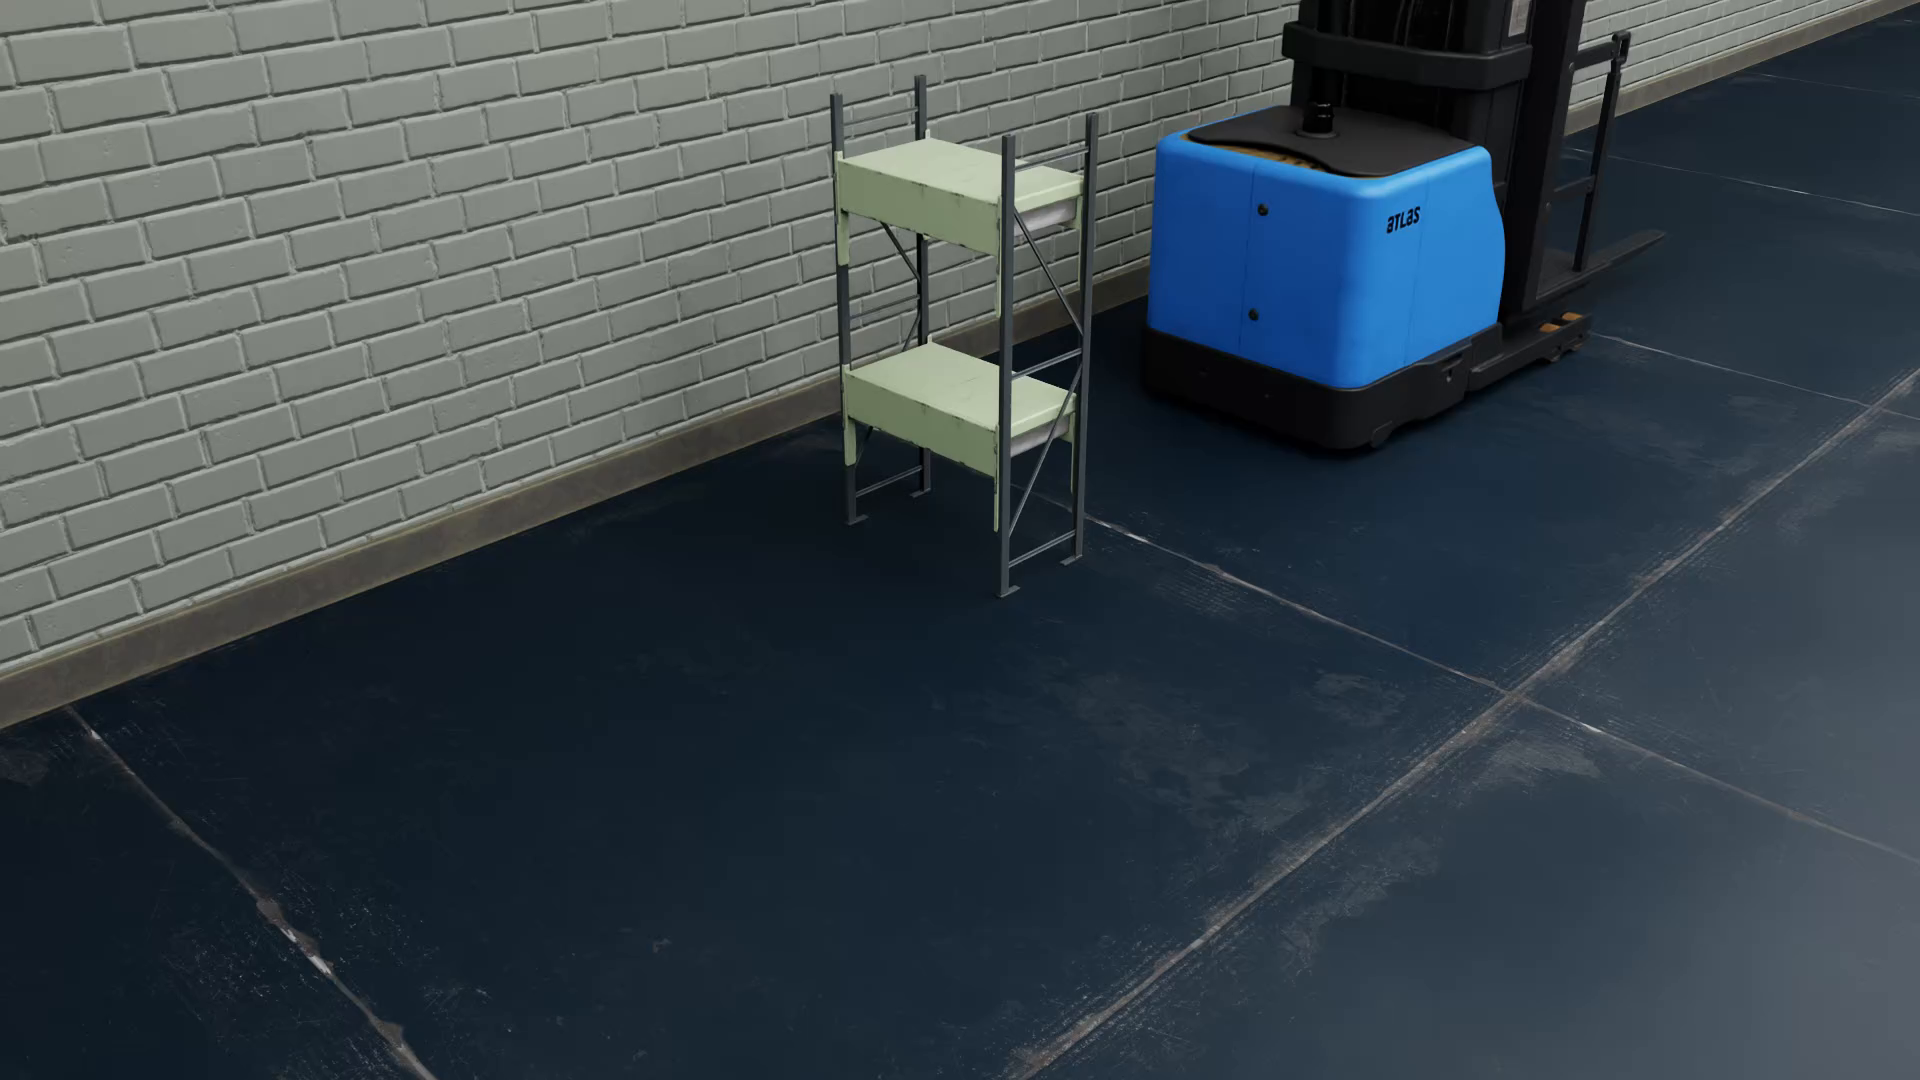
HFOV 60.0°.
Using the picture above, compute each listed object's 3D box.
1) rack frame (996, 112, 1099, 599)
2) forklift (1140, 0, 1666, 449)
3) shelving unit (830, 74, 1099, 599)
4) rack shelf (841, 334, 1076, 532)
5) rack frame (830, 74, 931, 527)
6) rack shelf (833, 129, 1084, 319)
[{"bbox_3d":[0.266,-0.542,5.170,0.023,1.500,0.400,25,36,38],"label":"rack frame"},{"bbox_3d":[2.145,-2.221,6.825,3.031,2.935,1.130,-25,36,-38],"label":"forklift"},{"bbox_3d":[0.005,-0.662,5.397,0.755,1.500,0.431,25,36,38],"label":"shelving unit"},{"bbox_3d":[0.005,-0.373,5.549,0.720,0.370,0.431,25,36,38],"label":"rack shelf"},{"bbox_3d":[-0.256,-0.781,5.624,0.023,1.500,0.400,25,36,38],"label":"rack frame"},{"bbox_3d":[0.005,-1.007,5.215,0.720,0.370,0.431,25,36,38],"label":"rack shelf"}]
